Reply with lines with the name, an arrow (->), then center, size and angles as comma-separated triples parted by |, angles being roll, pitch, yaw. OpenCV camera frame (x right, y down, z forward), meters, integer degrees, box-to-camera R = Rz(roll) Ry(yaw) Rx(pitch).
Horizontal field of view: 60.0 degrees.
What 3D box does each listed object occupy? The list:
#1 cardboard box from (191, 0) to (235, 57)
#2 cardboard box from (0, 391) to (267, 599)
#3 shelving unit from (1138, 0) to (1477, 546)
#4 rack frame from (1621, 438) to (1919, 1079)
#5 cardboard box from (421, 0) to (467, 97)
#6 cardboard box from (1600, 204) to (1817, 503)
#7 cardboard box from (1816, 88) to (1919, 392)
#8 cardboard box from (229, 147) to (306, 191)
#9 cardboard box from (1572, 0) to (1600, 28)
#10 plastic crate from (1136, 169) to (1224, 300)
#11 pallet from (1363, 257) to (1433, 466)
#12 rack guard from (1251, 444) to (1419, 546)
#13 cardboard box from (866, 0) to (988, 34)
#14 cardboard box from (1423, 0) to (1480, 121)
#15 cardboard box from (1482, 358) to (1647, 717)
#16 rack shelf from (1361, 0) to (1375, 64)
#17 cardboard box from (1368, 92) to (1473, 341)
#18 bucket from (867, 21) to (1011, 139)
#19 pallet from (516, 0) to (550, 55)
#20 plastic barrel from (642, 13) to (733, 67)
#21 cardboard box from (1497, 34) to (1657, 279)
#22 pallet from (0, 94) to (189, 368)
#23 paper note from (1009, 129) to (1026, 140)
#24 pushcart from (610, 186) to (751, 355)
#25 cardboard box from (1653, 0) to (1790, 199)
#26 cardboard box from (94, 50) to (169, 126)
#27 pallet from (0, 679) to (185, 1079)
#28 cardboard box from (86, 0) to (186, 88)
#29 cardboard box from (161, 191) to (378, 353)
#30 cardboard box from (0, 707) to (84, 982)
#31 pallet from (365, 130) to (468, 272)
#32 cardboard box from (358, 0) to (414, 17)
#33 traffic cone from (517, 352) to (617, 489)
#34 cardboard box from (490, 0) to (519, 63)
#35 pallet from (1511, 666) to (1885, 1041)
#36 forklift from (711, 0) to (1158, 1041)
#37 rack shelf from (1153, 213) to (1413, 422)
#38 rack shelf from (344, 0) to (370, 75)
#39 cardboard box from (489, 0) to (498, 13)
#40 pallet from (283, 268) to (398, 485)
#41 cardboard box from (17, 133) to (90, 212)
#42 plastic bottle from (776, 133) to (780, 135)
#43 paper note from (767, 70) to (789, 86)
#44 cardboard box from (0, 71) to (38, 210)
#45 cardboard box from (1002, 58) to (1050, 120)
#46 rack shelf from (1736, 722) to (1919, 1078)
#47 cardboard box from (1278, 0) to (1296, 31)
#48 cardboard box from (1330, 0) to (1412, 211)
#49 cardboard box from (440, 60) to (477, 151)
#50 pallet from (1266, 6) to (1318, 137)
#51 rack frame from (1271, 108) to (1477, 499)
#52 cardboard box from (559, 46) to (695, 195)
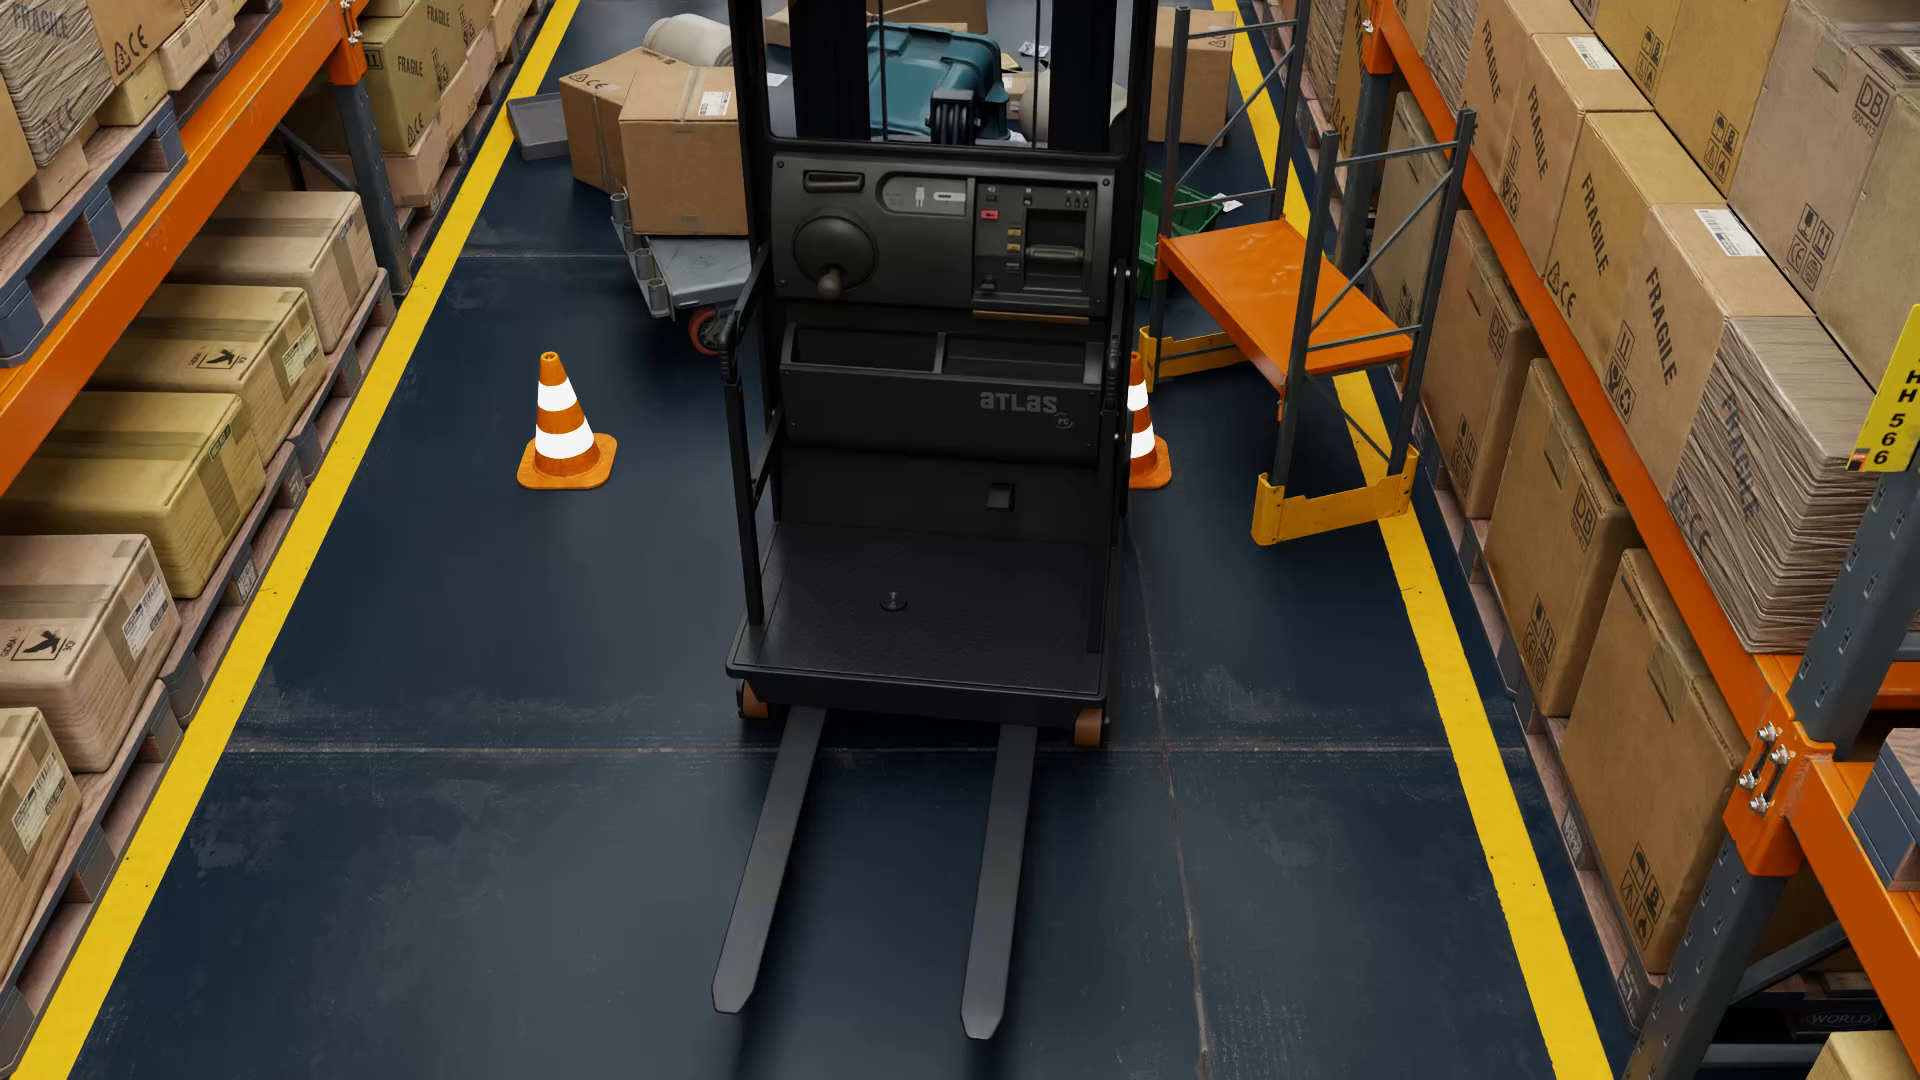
cardboard box -> -2.545, -1.648, 5.273 | 0.380, 0.149, 0.250 | -1, 39, -1
cardboard box -> -2.831, -0.156, 5.312 | 0.950, 0.372, 0.625 | 1, 39, 1
shelving unit -> 1.133, -0.940, 5.724 | 0.587, 1.500, 1.083 | -12, 40, -15
rack frame -> 2.117, 0.205, 3.096 | 0.949, 2.616, 0.053 | 0, 39, 0
cardboard box -> -2.584, -2.318, 7.507 | 0.500, 0.500, 0.500 | 1, 39, 2
cardboard box -> 1.845, -0.428, 3.805 | 0.500, 0.500, 0.500 | 0, 39, 0
cardboard box -> 2.123, -0.505, 3.103 | 0.700, 0.500, 0.500 | 0, 39, 0
cardboard box -> -3.110, -1.691, 7.324 | 0.500, 0.250, 0.500 | 2, 39, 2
cardboard box -> 2.118, -1.778, 4.690 | 0.700, 0.500, 0.500 | 0, 39, 0
plastic crate -> 0.799, -1.330, 7.213 | 0.450, 0.188, 0.662 | 27, 45, 16
pallet -> 2.185, -0.726, 6.487 | 1.003, 0.211, 1.213 | 0, 39, 0
rack guard -> 1.295, -0.158, 5.747 | 0.587, 0.250, 0.087 | -12, 40, -15
cardboard box -> -0.312, -2.661, 8.668 | 0.797, 0.503, 0.637 | -28, 46, -30
cardboard box -> 1.842, -1.691, 5.382 | 0.500, 0.500, 0.500 | 0, 39, 0
cardboard box -> 2.199, -0.009, 4.826 | 1.050, 0.750, 0.750 | 1, 39, 1
rack shelf -> 2.107, -3.267, 8.003 | 1.077, 0.370, 4.000 | 0, 39, 0
cardboard box -> 2.200, -1.195, 6.305 | 1.050, 0.750, 0.750 | 0, 39, 0
bucket -> -0.197, -1.696, 6.870 | 0.726, 0.611, 0.620 | 13, 50, 15
pallet -> -2.880, -3.088, 9.434 | 1.003, 0.211, 1.213 | 0, 39, 0
plastic barrel -> -1.329, -2.436, 8.451 | 0.512, 0.421, 0.421 | 28, 46, 30
cardboard box -> 1.840, -1.061, 4.595 | 0.500, 0.500, 0.500 | 1, 39, 1
pallet -> -2.879, -0.892, 4.617 | 1.003, 0.211, 1.213 | 0, 39, 0
paper note -> 0.278, -1.983, 8.206 | 0.172, 0.023, 0.155 | 13, 40, 15
pushcart -> -0.561, -1.240, 6.995 | 1.648, 0.377, 0.936 | -13, 40, -16
cardboard box -> 2.118, -1.143, 3.898 | 0.700, 0.500, 0.500 | -1, 39, -1
cardboard box -> -2.577, -1.336, 4.884 | 0.380, 0.149, 0.250 | 0, 39, 0
pallet -> -2.836, 0.871, 4.495 | 1.003, 0.211, 1.213 | 0, 39, 0
cardboard box -> -2.614, -1.628, 4.729 | 0.500, 0.500, 0.500 | 1, 39, 1
cardboard box -> -2.838, -1.041, 6.415 | 0.950, 0.372, 0.625 | 0, 39, 1
cardboard box -> -2.827, 0.780, 4.144 | 0.950, 0.372, 0.625 | -2, 39, -3
pallet -> -2.877, -1.562, 7.530 | 1.003, 0.211, 1.213 | 0, 39, 0
cardboard box -> -2.512, -2.314, 6.984 | 0.380, 0.149, 0.250 | 0, 39, 1
traffic cone -> -1.439, -0.466, 5.961 | 0.336, 0.463, 0.334 | 0, 39, 0
cardboard box -> -2.577, -2.666, 8.541 | 0.500, 0.250, 0.500 | -1, 39, -2
pallet -> 2.188, 0.800, 4.583 | 1.003, 0.211, 1.213 | 0, 39, 0
forklift -> -0.075, -0.755, 4.349 | 1.130, 2.935, 3.031 | 4, 39, 5
rack shelf -> 1.130, -0.805, 5.843 | 0.538, 0.185, 1.000 | -12, 40, -15
rack shelf -> -2.843, -3.200, 7.920 | 1.077, 0.370, 4.000 | 0, 39, 0
cardboard box -> -2.586, -2.972, 8.324 | 0.500, 0.500, 0.500 | -1, 39, -1
pallet -> -2.838, -0.655, 6.399 | 1.003, 0.211, 1.213 | 0, 39, 0
cardboard box -> -2.604, -1.009, 4.475 | 0.380, 0.149, 0.250 | 1, 39, 1
plastic bottle -> -0.967, -1.892, 8.062 | 0.133, 0.061, 0.283 | 6, 39, 8
paper note -> -1.003, -2.447, 8.789 | 0.148, 0.019, 0.142 | 13, 40, 15
cardboard box -> -2.620, -0.987, 3.930 | 0.500, 0.500, 0.500 | 1, 39, 1
cardboard box -> 0.265, -2.304, 8.412 | 0.396, 0.266, 0.258 | 6, 39, 8
rack shelf -> 2.116, 1.736, 1.760 | 1.077, 0.370, 4.000 | 0, 39, 0
cardboard box -> 2.174, -3.159, 8.656 | 0.875, 0.875, 0.875 | -1, 39, -1
cardboard box -> 2.178, -2.025, 7.241 | 0.875, 0.875, 0.875 | 1, 39, 1
cardboard box -> -2.583, -2.024, 7.740 | 0.500, 0.250, 0.500 | 2, 39, 3
pallet -> 2.182, -2.449, 8.637 | 1.003, 0.211, 1.213 | 0, 39, 0
rack frame -> 1.295, -0.645, 5.355 | 0.500, 1.500, 0.032 | -12, 40, -15
cardboard box -> -1.481, -1.927, 7.752 | 0.500, 0.500, 0.500 | 28, 46, 30
